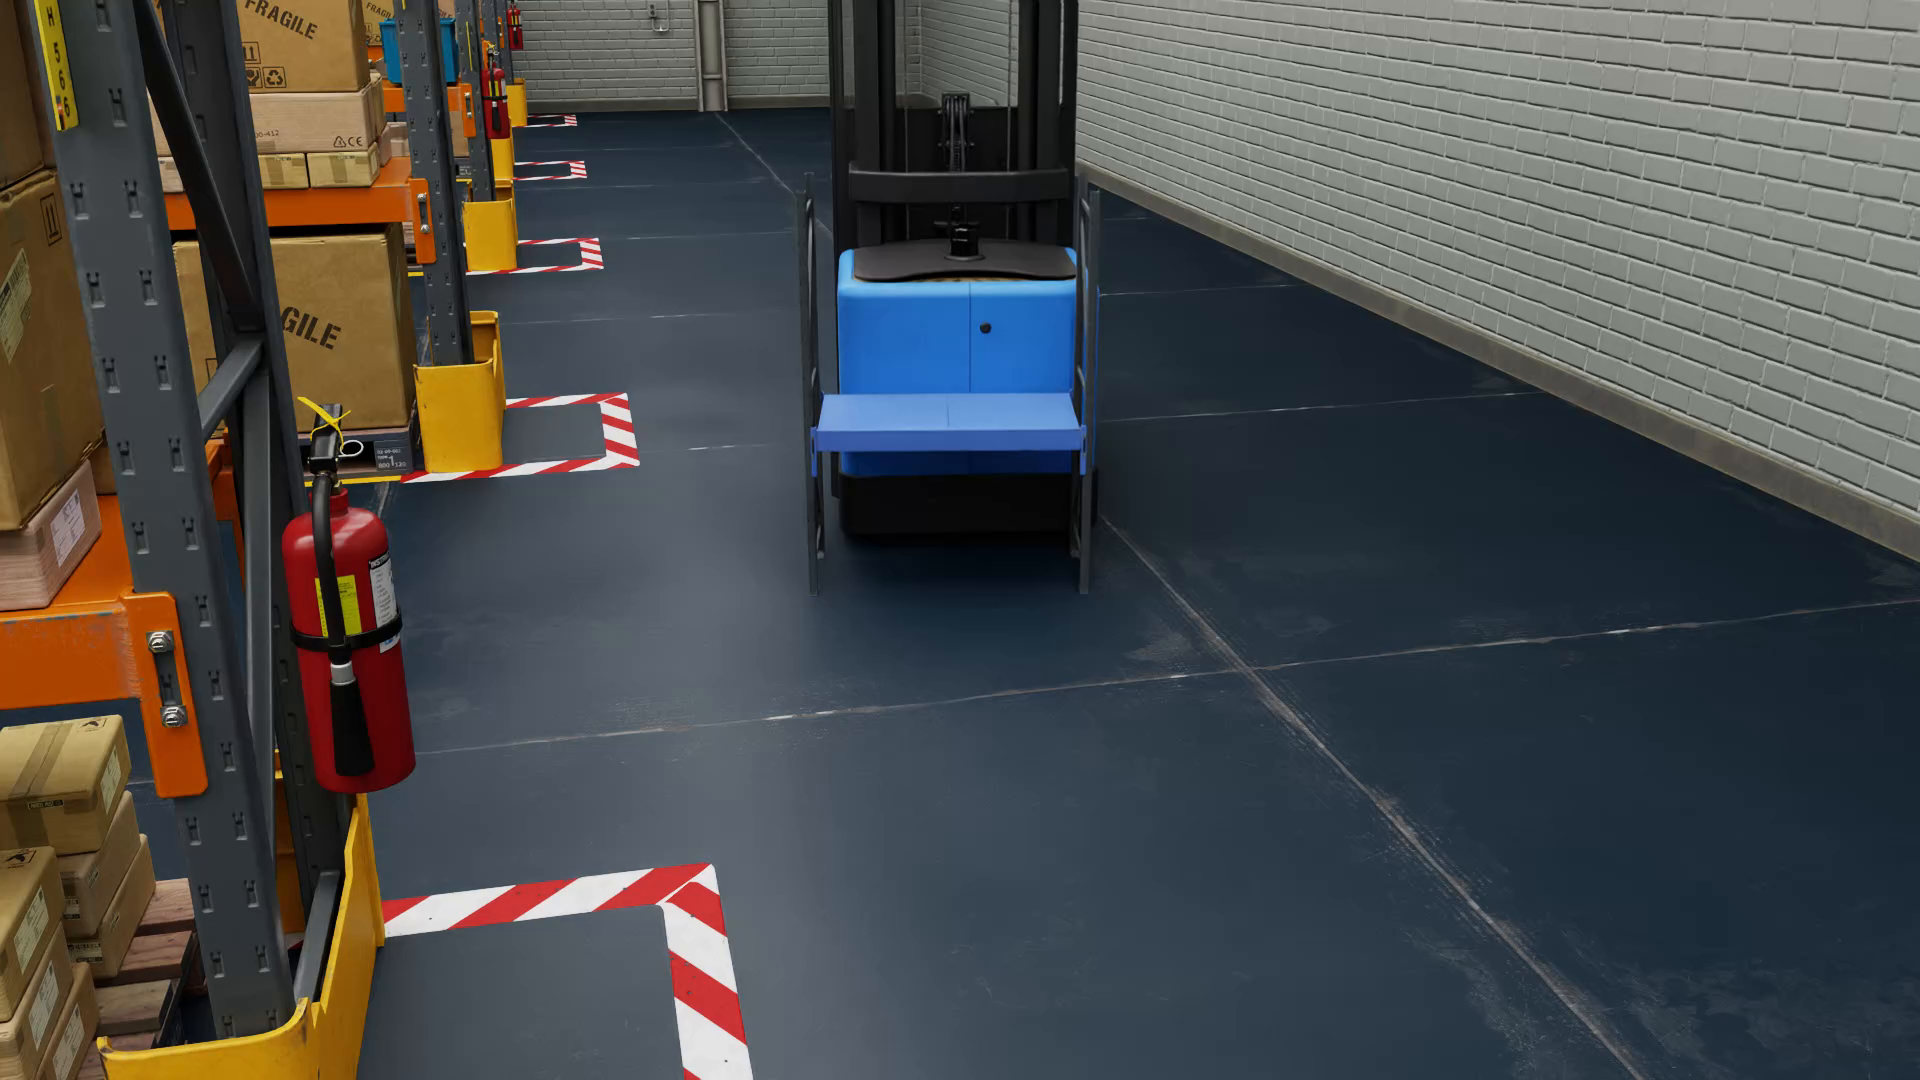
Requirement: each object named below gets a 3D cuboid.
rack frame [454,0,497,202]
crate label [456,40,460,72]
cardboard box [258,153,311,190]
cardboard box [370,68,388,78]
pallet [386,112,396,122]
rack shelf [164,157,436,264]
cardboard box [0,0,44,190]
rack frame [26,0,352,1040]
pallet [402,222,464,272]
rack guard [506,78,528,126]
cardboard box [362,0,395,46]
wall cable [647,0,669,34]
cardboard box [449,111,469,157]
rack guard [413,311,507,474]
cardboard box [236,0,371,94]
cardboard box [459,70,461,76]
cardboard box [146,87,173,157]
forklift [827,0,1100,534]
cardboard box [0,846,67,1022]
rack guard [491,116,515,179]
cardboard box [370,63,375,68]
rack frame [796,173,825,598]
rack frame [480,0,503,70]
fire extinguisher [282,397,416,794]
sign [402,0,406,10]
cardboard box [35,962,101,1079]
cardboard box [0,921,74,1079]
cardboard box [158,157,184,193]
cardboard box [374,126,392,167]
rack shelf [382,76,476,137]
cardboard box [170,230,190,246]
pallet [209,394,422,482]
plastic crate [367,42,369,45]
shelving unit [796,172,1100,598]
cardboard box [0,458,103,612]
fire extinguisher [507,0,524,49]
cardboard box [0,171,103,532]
[{"bbox_3d":[-3.589,-3.574,12.211,0.127,3.000,1.000,-5,21,-12],"label":"rack frame"},{"bbox_3d":[-3.905,-3.614,12.477,0.303,0.233,0.416,-5,21,-12],"label":"crate label"},{"bbox_3d":[-2.972,-1.639,7.292,0.250,0.149,0.380,-4,21,-12],"label":"cardboard box"},{"bbox_3d":[-7.503,-5.745,21.161,0.500,0.500,0.700,-5,21,-14],"label":"cardboard box"},{"bbox_3d":[-7.813,-5.396,21.239,1.213,0.211,1.003,-5,21,-12],"label":"pallet"},{"bbox_3d":[-4.395,-1.420,7.376,4.000,0.370,1.077,-5,21,-12],"label":"rack shelf"},{"bbox_3d":[-1.794,-0.785,2.564,0.500,0.500,0.500,-5,21,-14],"label":"cardboard box"},{"bbox_3d":[-1.406,-0.248,3.130,0.127,3.000,1.000,-5,21,-12],"label":"rack frame"},{"bbox_3d":[-4.400,-2.212,12.547,1.213,0.211,1.003,-5,21,-12],"label":"pallet"},{"bbox_3d":[-5.845,-5.718,21.699,0.348,0.500,1.175,-5,21,-12],"label":"rack guard"},{"bbox_3d":[-5.602,-5.111,16.260,0.500,0.500,0.500,-4,21,-12],"label":"cardboard box"},{"bbox_3d":[-4.840,-7.785,22.230,1.851,1.984,0.084,-5,21,-12],"label":"wall cable"},{"bbox_3d":[-5.197,-4.140,16.749,0.500,0.500,0.500,-5,21,-12],"label":"cardboard box"},{"bbox_3d":[-2.426,-0.744,8.120,0.348,0.500,1.175,-5,21,-12],"label":"rack guard"},{"bbox_3d":[-2.863,-2.211,7.185,0.500,0.500,0.500,-4,21,-12],"label":"cardboard box"},{"bbox_3d":[-6.527,-5.825,21.379,0.500,0.500,0.700,-5,21,-12],"label":"cardboard box"},{"bbox_3d":[-3.353,-1.818,7.203,0.500,0.250,0.500,-5,21,-13],"label":"cardboard box"},{"bbox_3d":[-0.046,-1.860,7.630,1.130,2.935,3.031,-1,20,-3],"label":"forklift"},{"bbox_3d":[-1.863,0.741,3.100,0.250,0.149,0.380,-4,21,-12],"label":"cardboard box"},{"bbox_3d":[-4.799,-4.053,17.151,0.348,0.500,1.175,-5,21,-12],"label":"rack guard"},{"bbox_3d":[-7.435,-6.126,21.257,0.250,0.149,0.380,-4,21,-12],"label":"cardboard box"},{"bbox_3d":[-0.554,-0.575,6.203,0.032,1.500,0.500,0,20,-1],"label":"rack frame"},{"bbox_3d":[-4.725,-5.232,16.738,0.127,3.000,1.000,-5,21,-12],"label":"rack frame"},{"bbox_3d":[-1.055,0.098,2.841,0.183,0.674,0.296,-5,21,-12],"label":"fire extinguisher"},{"bbox_3d":[-2.338,-2.388,6.946,0.005,0.325,0.100,-5,21,-12],"label":"sign"},{"bbox_3d":[-1.870,1.005,3.244,0.250,0.149,0.380,-4,21,-12],"label":"cardboard box"},{"bbox_3d":[-1.854,0.891,3.123,0.250,0.149,0.380,-5,21,-14],"label":"cardboard box"},{"bbox_3d":[-3.461,-1.600,7.186,0.250,0.149,0.380,-4,21,-12],"label":"cardboard box"},{"bbox_3d":[-2.870,-1.881,7.953,0.250,0.149,0.380,-4,21,-12],"label":"cardboard box"},{"bbox_3d":[-5.535,-3.078,11.902,4.000,0.370,1.077,-5,21,-12],"label":"rack shelf"},{"bbox_3d":[-3.939,-0.966,7.570,0.875,0.875,0.875,-5,21,-12],"label":"cardboard box"},{"bbox_3d":[-3.209,-0.517,7.920,1.213,0.211,1.003,-5,21,-12],"label":"pallet"},{"bbox_3d":[-4.545,-3.562,12.334,0.300,0.233,0.416,-5,21,-12],"label":"plastic crate"},{"bbox_3d":[-0.045,-0.578,6.213,1.048,1.500,0.538,0,20,-1],"label":"shelving unit"},{"bbox_3d":[-1.658,-0.010,2.845,0.250,0.149,0.380,-5,21,-12],"label":"cardboard box"},{"bbox_3d":[-5.615,-6.536,20.952,0.183,0.674,0.296,-5,21,-12],"label":"fire extinguisher"},{"bbox_3d":[-1.784,-0.313,2.730,0.500,0.500,0.500,-4,21,-11],"label":"cardboard box"}]
